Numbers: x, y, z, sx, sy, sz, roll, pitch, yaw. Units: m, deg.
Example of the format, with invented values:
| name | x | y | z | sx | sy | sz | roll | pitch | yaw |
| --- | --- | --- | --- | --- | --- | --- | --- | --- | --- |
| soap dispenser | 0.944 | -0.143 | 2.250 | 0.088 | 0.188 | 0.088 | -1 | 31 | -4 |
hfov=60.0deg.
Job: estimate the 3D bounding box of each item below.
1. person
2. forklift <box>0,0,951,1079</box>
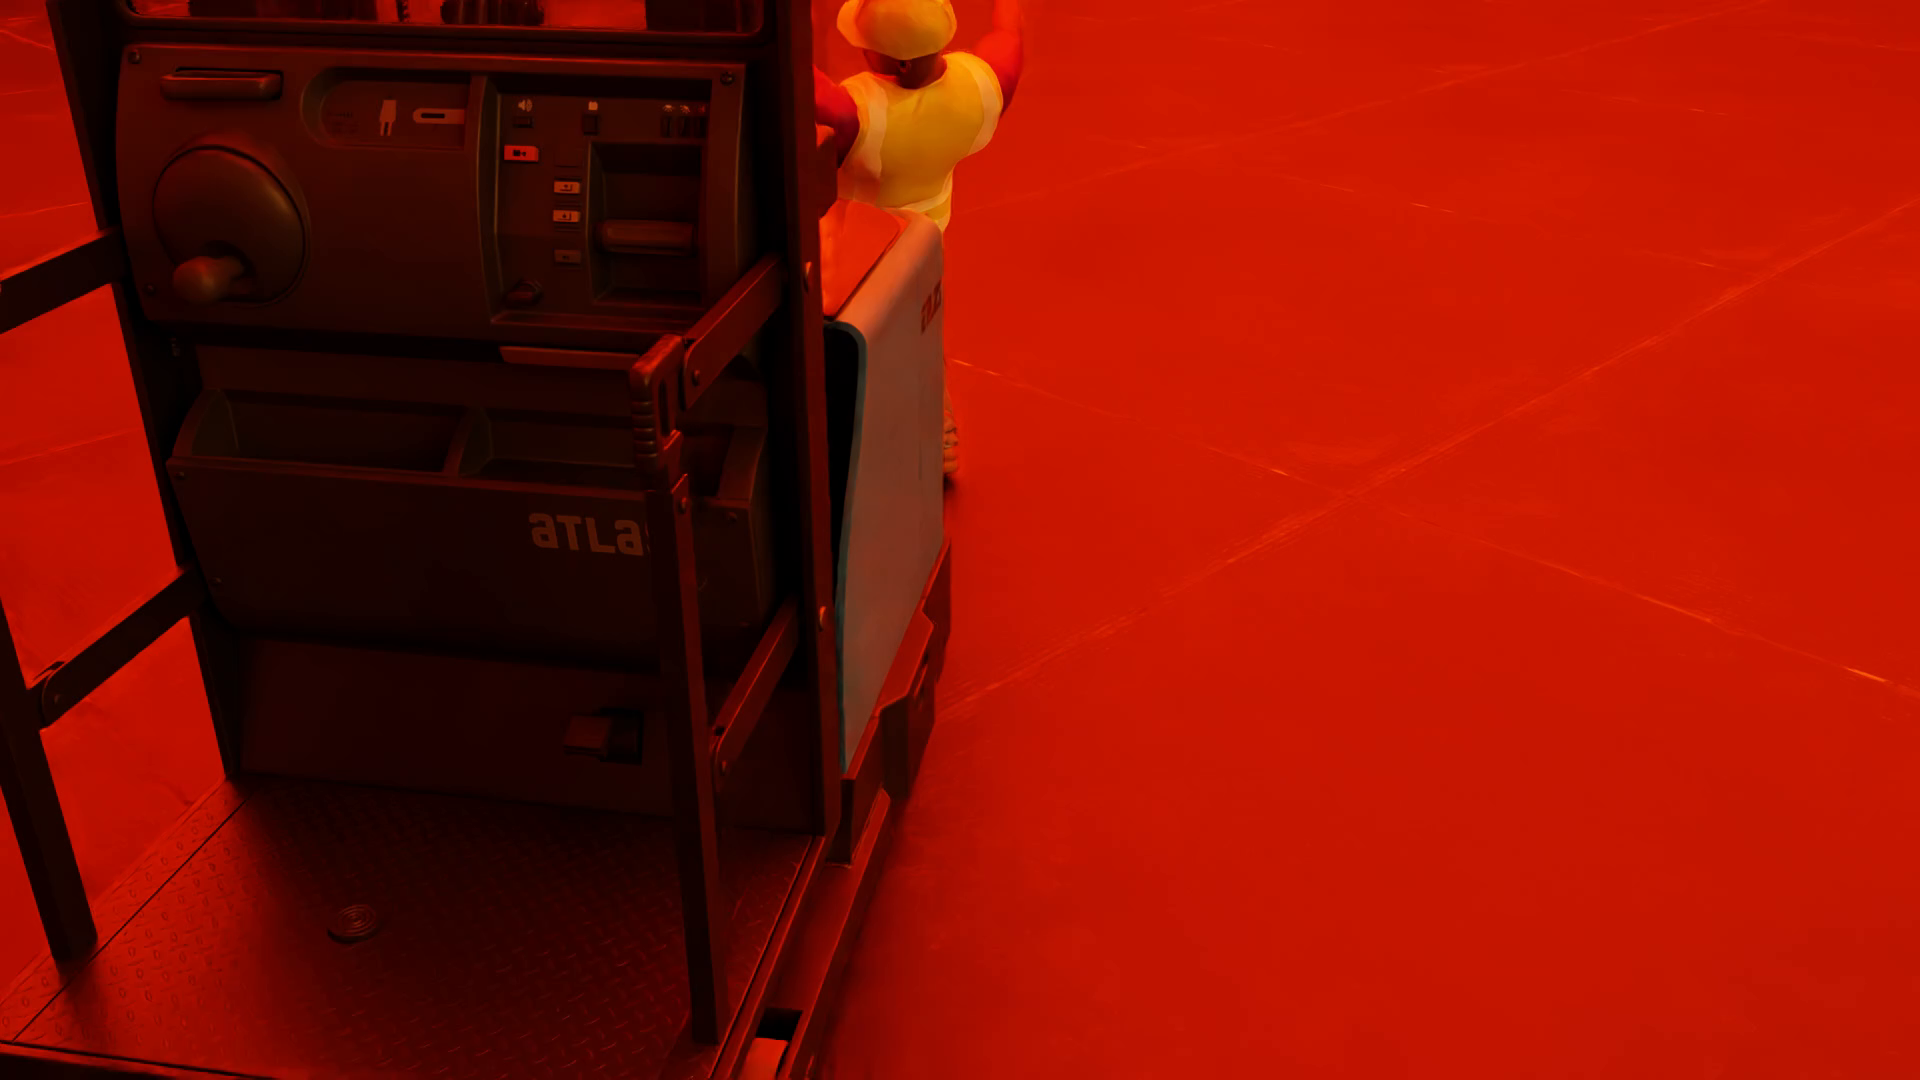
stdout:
| name | x | y | z | sx | sy | sz | roll | pitch | yaw |
| --- | --- | --- | --- | --- | --- | --- | --- | --- | --- |
| person | -0.099 | -0.940 | 4.582 | 1.085 | 1.628 | 0.707 | -20 | 33 | -35 |
| forklift | -0.787 | -0.460 | 2.151 | 1.130 | 2.935 | 3.031 | 4 | 26 | 9 |
